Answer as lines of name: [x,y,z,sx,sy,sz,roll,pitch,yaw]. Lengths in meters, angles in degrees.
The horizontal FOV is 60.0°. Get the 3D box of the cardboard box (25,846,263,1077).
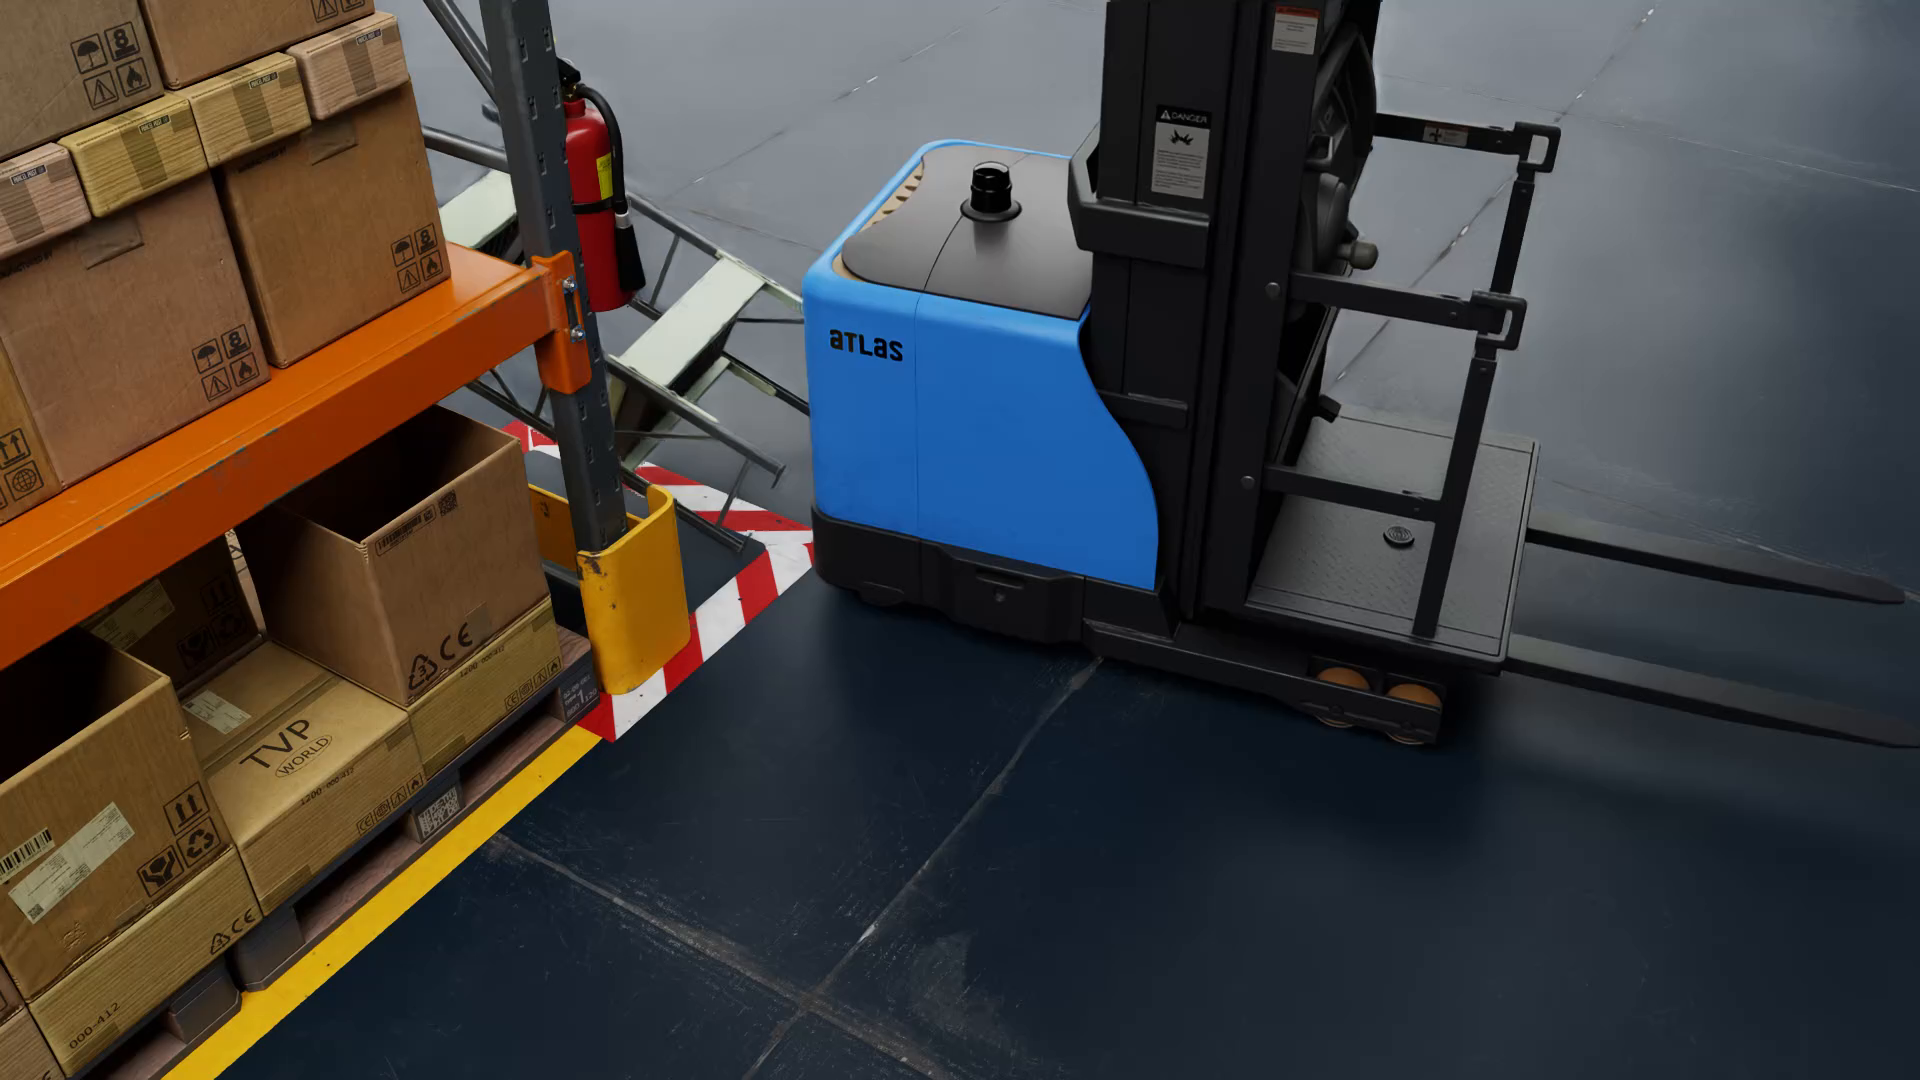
cardboard box: [-1.925,0.813,3.647,0.500,0.250,0.500,21,42,25]

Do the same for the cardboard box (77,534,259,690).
cardboard box: [-2.104,0.085,3.977,0.500,0.500,0.500,21,42,25]

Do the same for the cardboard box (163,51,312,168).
cardboard box: [-1.546,-0.905,3.354,0.380,0.149,0.250,22,43,26]

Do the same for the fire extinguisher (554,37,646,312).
fire extinguisher: [-0.907,-0.881,4.000,0.296,0.674,0.183,21,42,25]

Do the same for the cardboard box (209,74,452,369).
cardboard box: [-1.624,-0.806,3.757,0.700,0.500,0.500,21,42,25]

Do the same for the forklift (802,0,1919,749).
forklift: [1.133,-0.972,4.110,3.031,2.935,1.130,13,39,16]

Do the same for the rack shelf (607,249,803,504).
rack shelf: [-0.829,-0.514,5.270,0.370,0.431,0.720,32,41,0]

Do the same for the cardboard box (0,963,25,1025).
cardboard box: [-2.191,0.774,3.083,0.500,0.500,0.500,21,42,25]

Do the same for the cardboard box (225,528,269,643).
cardboard box: [-1.838,0.123,4.541,0.500,0.250,0.500,21,42,25]

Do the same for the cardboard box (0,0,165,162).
cardboard box: [-1.929,-1.020,2.971,0.700,0.500,0.500,20,42,24]

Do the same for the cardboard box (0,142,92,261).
cardboard box: [-1.819,-0.644,3.015,0.380,0.149,0.250,22,43,26]

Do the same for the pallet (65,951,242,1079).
pallet: [-2.392,1.136,3.604,1.003,0.211,1.213,21,42,25]

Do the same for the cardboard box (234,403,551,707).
cardboard box: [-1.399,-0.004,4.092,0.500,0.500,0.500,21,42,25]

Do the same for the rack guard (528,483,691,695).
rack guard: [-1.350,-0.025,4.873,1.175,0.500,0.348,21,42,25]

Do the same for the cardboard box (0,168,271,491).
cardboard box: [-1.901,-0.534,3.404,0.700,0.500,0.500,22,43,26]

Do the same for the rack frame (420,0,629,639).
rack frame: [-1.363,-1.003,4.094,1.000,3.000,0.127,21,42,25]

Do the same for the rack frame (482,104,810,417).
rack frame: [-0.982,-0.893,5.541,1.500,0.400,0.023,32,41,0]

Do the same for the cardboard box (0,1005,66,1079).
cardboard box: [-2.194,1.070,3.313,0.500,0.250,0.500,21,42,25]

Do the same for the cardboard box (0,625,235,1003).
cardboard box: [-1.922,0.517,3.417,0.500,0.500,0.500,21,42,25]

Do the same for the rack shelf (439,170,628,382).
rack shelf: [-1.439,-0.890,5.263,0.370,0.431,0.720,32,41,0]

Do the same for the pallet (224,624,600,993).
pallet: [-1.737,0.509,4.416,1.003,0.211,1.213,21,42,25]

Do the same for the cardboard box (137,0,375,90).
cardboard box: [-1.652,-1.293,3.325,0.700,0.500,0.500,21,42,25]

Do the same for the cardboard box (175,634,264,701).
cardboard box: [-2.103,0.382,4.205,0.500,0.250,0.500,21,42,25]

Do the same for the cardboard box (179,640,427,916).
cardboard box: [-1.659,0.554,3.982,0.500,0.250,0.500,21,42,25]

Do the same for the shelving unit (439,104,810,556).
shelving unit: [-1.107,-0.685,5.267,1.500,0.431,0.755,32,41,0]

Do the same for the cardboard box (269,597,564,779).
cardboard box: [-1.401,0.293,4.321,0.500,0.250,0.500,21,42,25]

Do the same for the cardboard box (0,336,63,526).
cardboard box: [-2.172,-0.280,3.074,0.700,0.500,0.500,21,43,25]

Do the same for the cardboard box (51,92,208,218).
cardboard box: [-1.683,-0.773,3.183,0.380,0.149,0.250,21,42,24]

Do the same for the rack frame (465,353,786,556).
rack frame: [-1.232,-0.478,4.992,1.500,0.400,0.023,32,41,0]

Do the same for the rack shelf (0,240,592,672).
rack shelf: [-2.435,0.313,2.976,1.077,0.370,4.000,21,42,25]

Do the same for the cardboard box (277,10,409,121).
cardboard box: [-1.407,-1.040,3.529,0.380,0.149,0.250,20,42,24]
